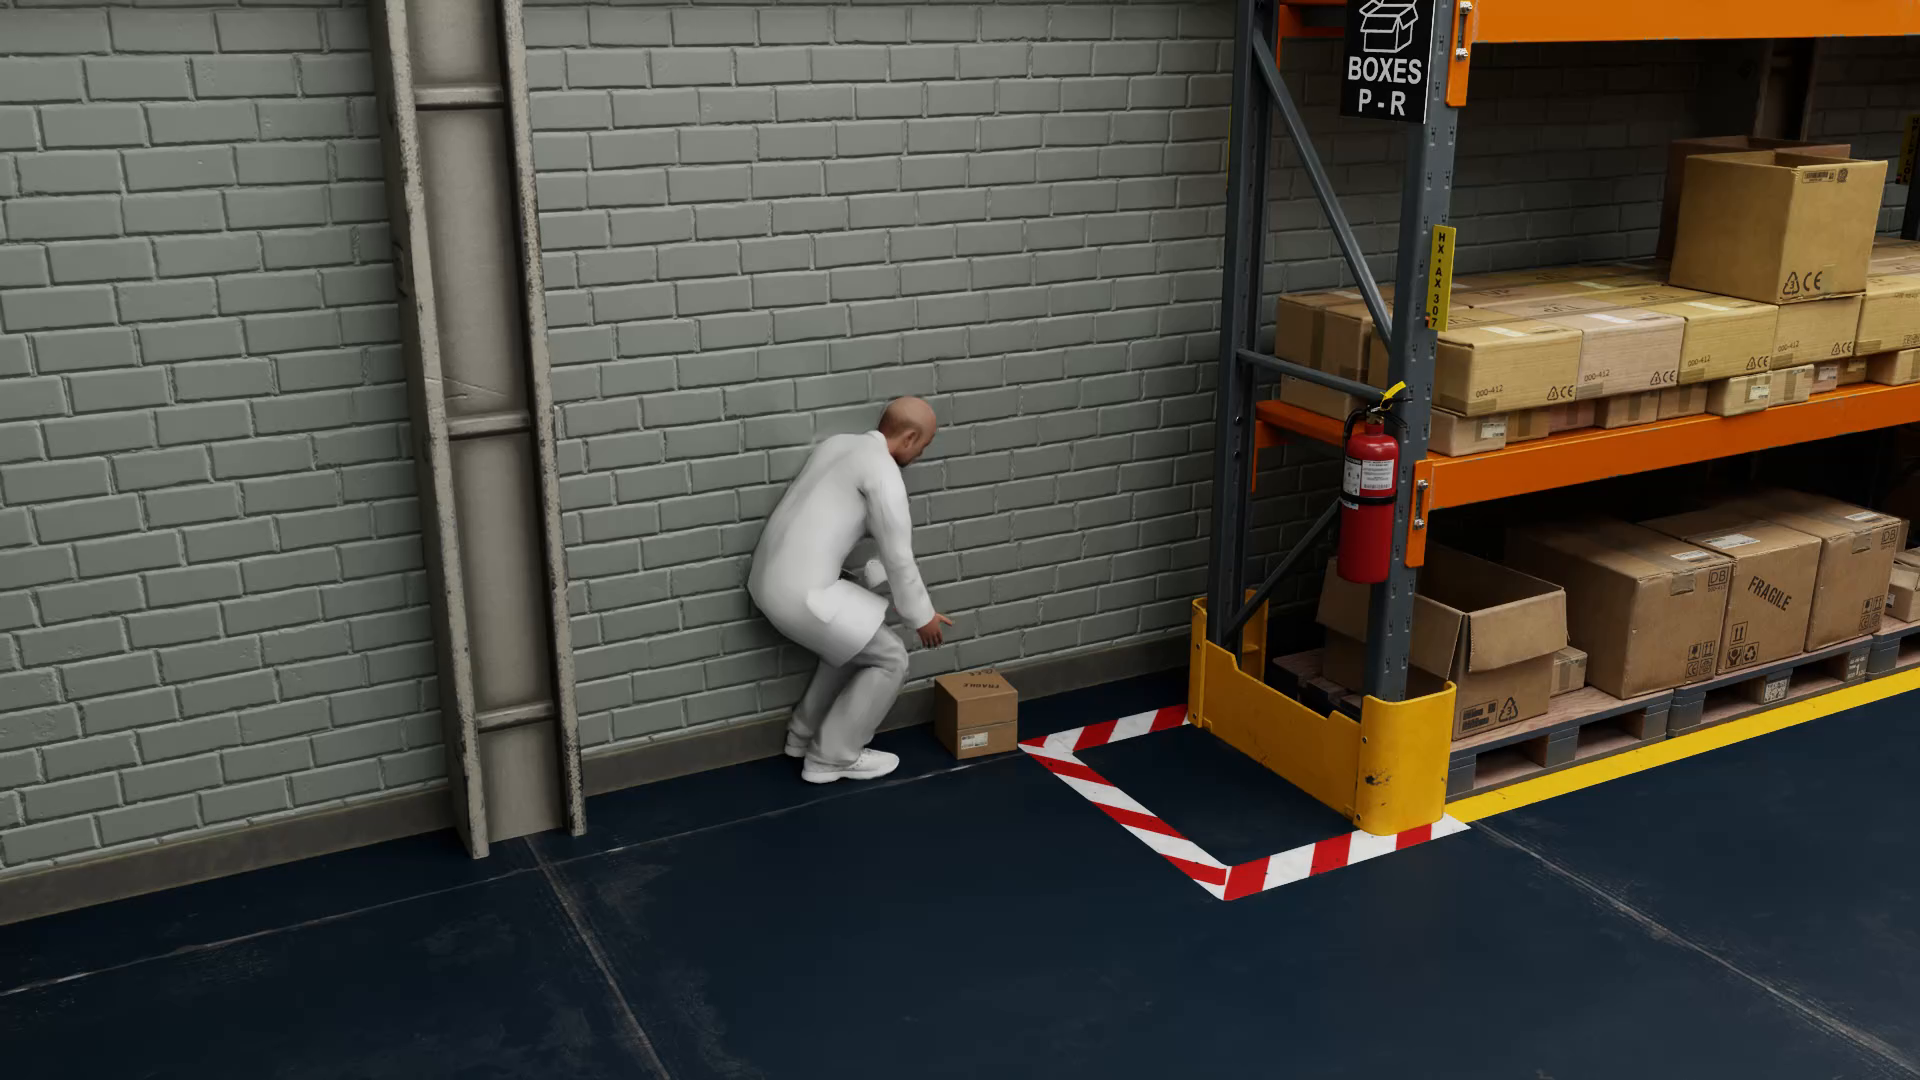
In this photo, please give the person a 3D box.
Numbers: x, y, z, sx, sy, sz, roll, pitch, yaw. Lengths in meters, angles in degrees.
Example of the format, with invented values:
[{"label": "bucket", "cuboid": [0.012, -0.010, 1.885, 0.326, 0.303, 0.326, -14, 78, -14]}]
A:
[{"label": "person", "cuboid": [-0.428, 0.175, 6.190, 0.737, 1.379, 0.631, -7, 19, -20]}]
